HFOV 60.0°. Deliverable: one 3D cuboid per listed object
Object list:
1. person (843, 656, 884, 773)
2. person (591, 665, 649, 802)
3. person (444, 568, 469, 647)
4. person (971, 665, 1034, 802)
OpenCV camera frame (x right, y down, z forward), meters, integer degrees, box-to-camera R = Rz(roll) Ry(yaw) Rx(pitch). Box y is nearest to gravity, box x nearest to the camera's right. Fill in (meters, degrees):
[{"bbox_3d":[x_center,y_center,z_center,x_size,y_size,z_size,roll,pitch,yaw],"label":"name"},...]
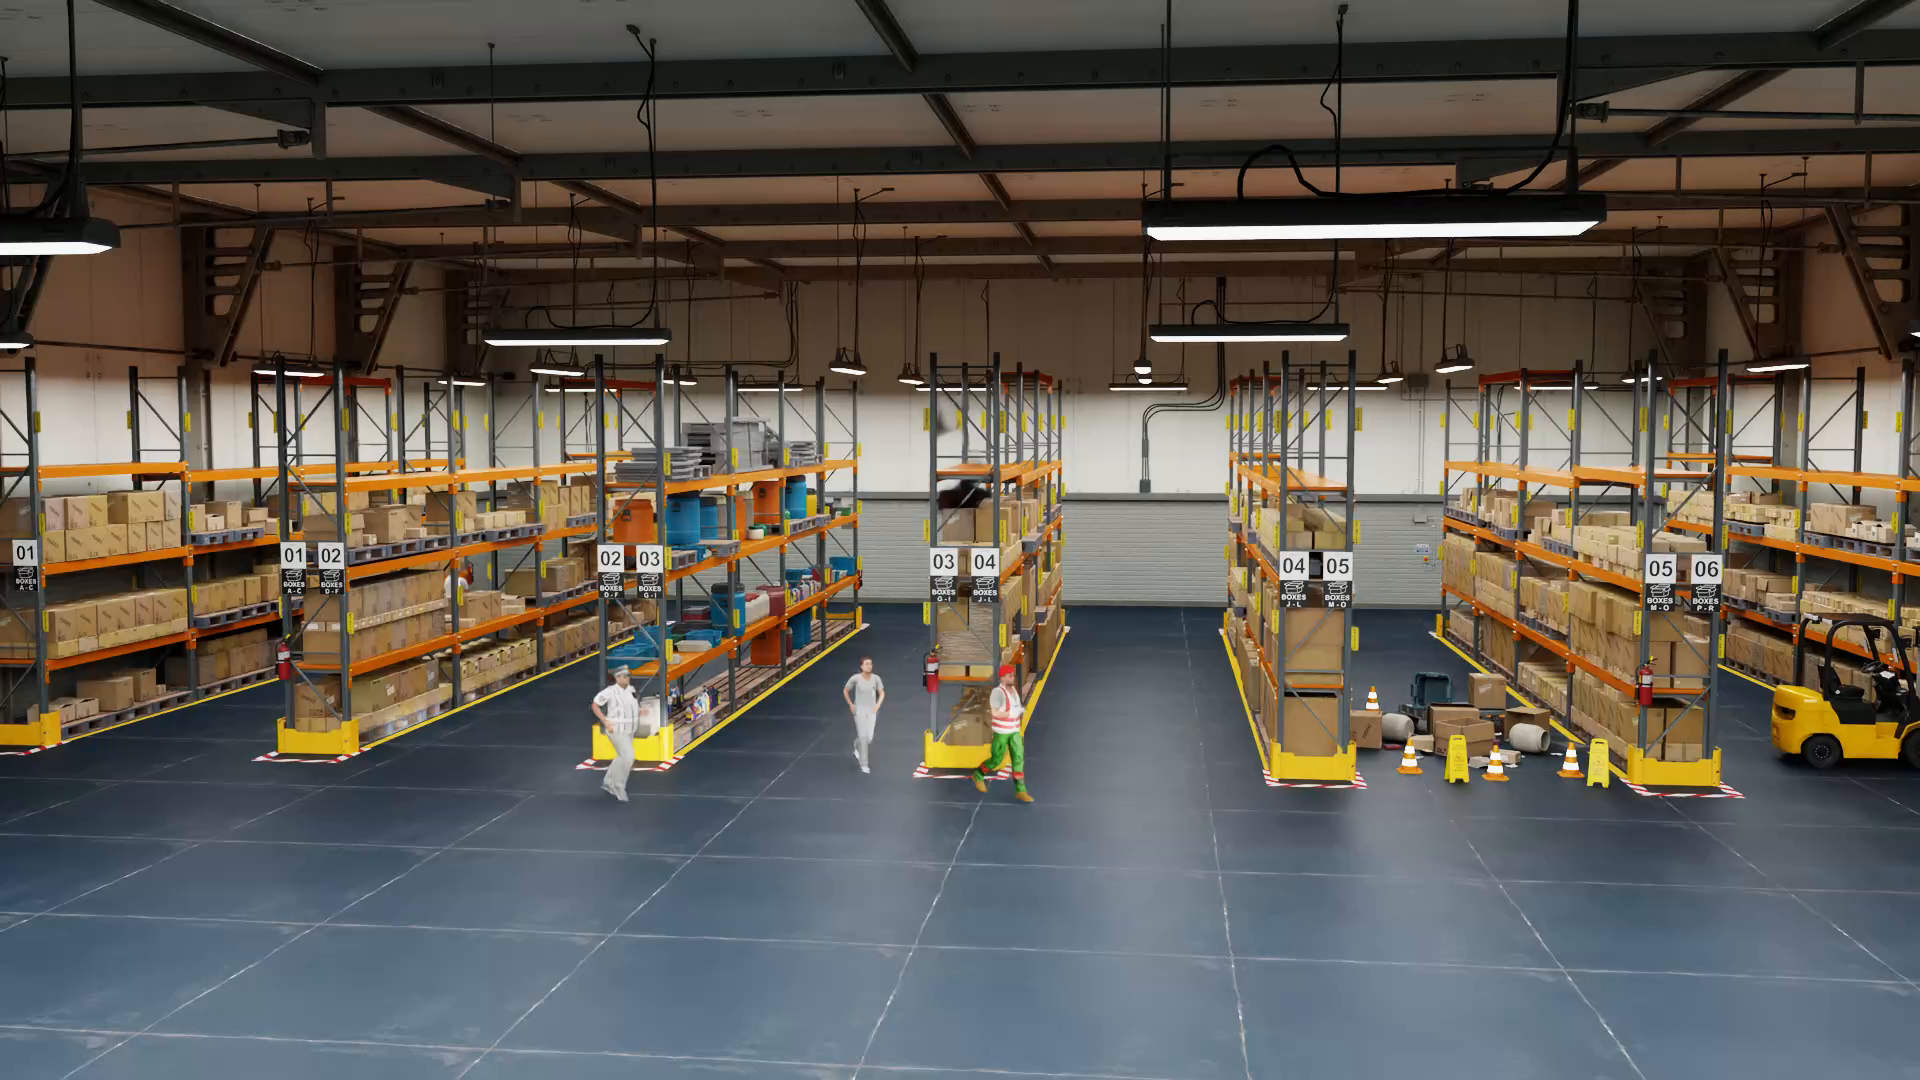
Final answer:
[{"bbox_3d":[-1.395,2.512,24.105,0.596,1.667,0.792,-1,4,-20],"label":"person"},{"bbox_3d":[-4.484,2.572,22.123,0.753,1.836,0.632,2,5,27],"label":"person"},{"bbox_3d":[-11.375,1.455,37.372,0.641,1.794,0.990,0,4,3],"label":"person"},{"bbox_3d":[0.578,2.523,21.944,0.999,1.772,0.656,3,5,41],"label":"person"}]
